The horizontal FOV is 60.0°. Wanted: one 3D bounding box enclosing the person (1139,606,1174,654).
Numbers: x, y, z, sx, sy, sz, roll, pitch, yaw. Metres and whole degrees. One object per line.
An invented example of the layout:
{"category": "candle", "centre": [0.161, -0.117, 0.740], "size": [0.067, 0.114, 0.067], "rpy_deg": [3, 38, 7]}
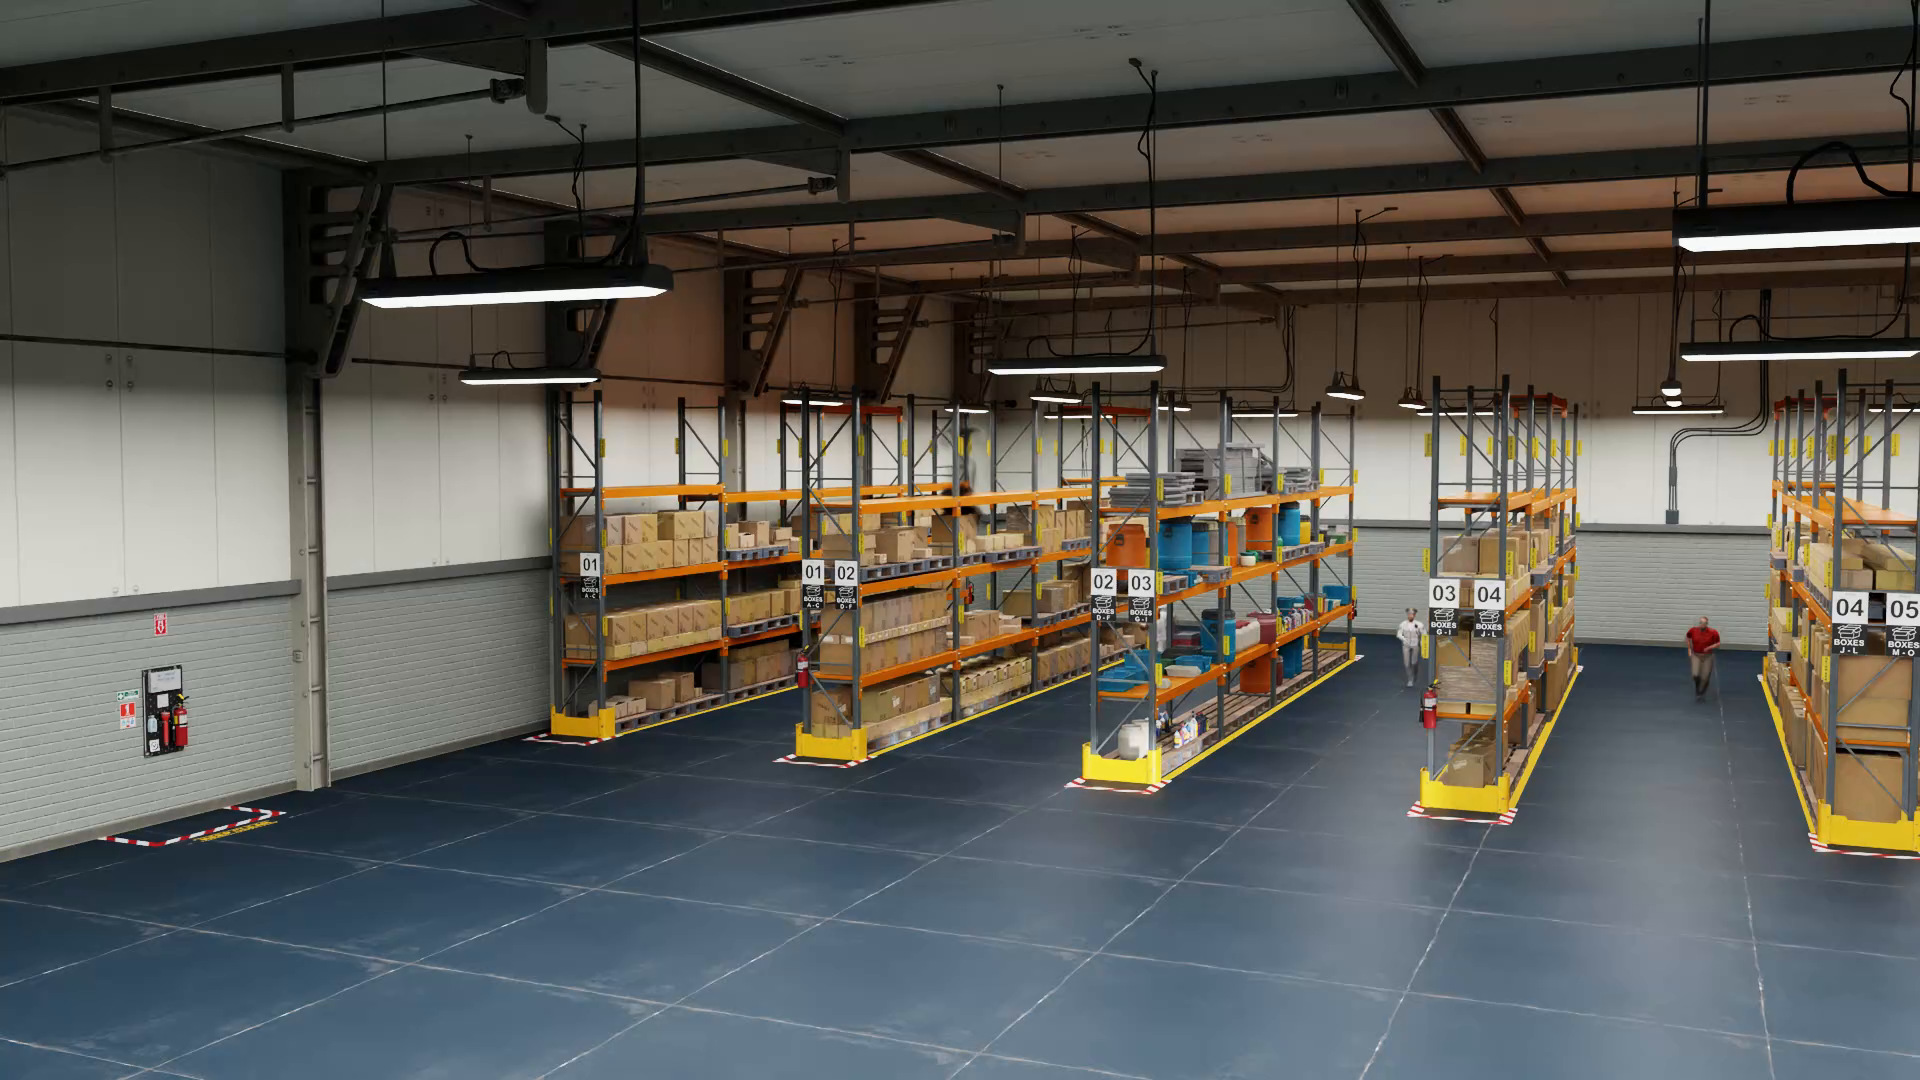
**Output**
{"category": "person", "centre": [4.214, 2.178, 35.624], "size": [0.689, 1.764, 0.951], "rpy_deg": [1, 3, 17]}

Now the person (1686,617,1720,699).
{"category": "person", "centre": [14.684, 2.342, 32.885], "size": [0.629, 1.661, 0.698], "rpy_deg": [2, 3, 25]}

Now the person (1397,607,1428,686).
{"category": "person", "centre": [9.486, 2.245, 34.966], "size": [0.605, 1.659, 0.538], "rpy_deg": [1, 3, 24]}
